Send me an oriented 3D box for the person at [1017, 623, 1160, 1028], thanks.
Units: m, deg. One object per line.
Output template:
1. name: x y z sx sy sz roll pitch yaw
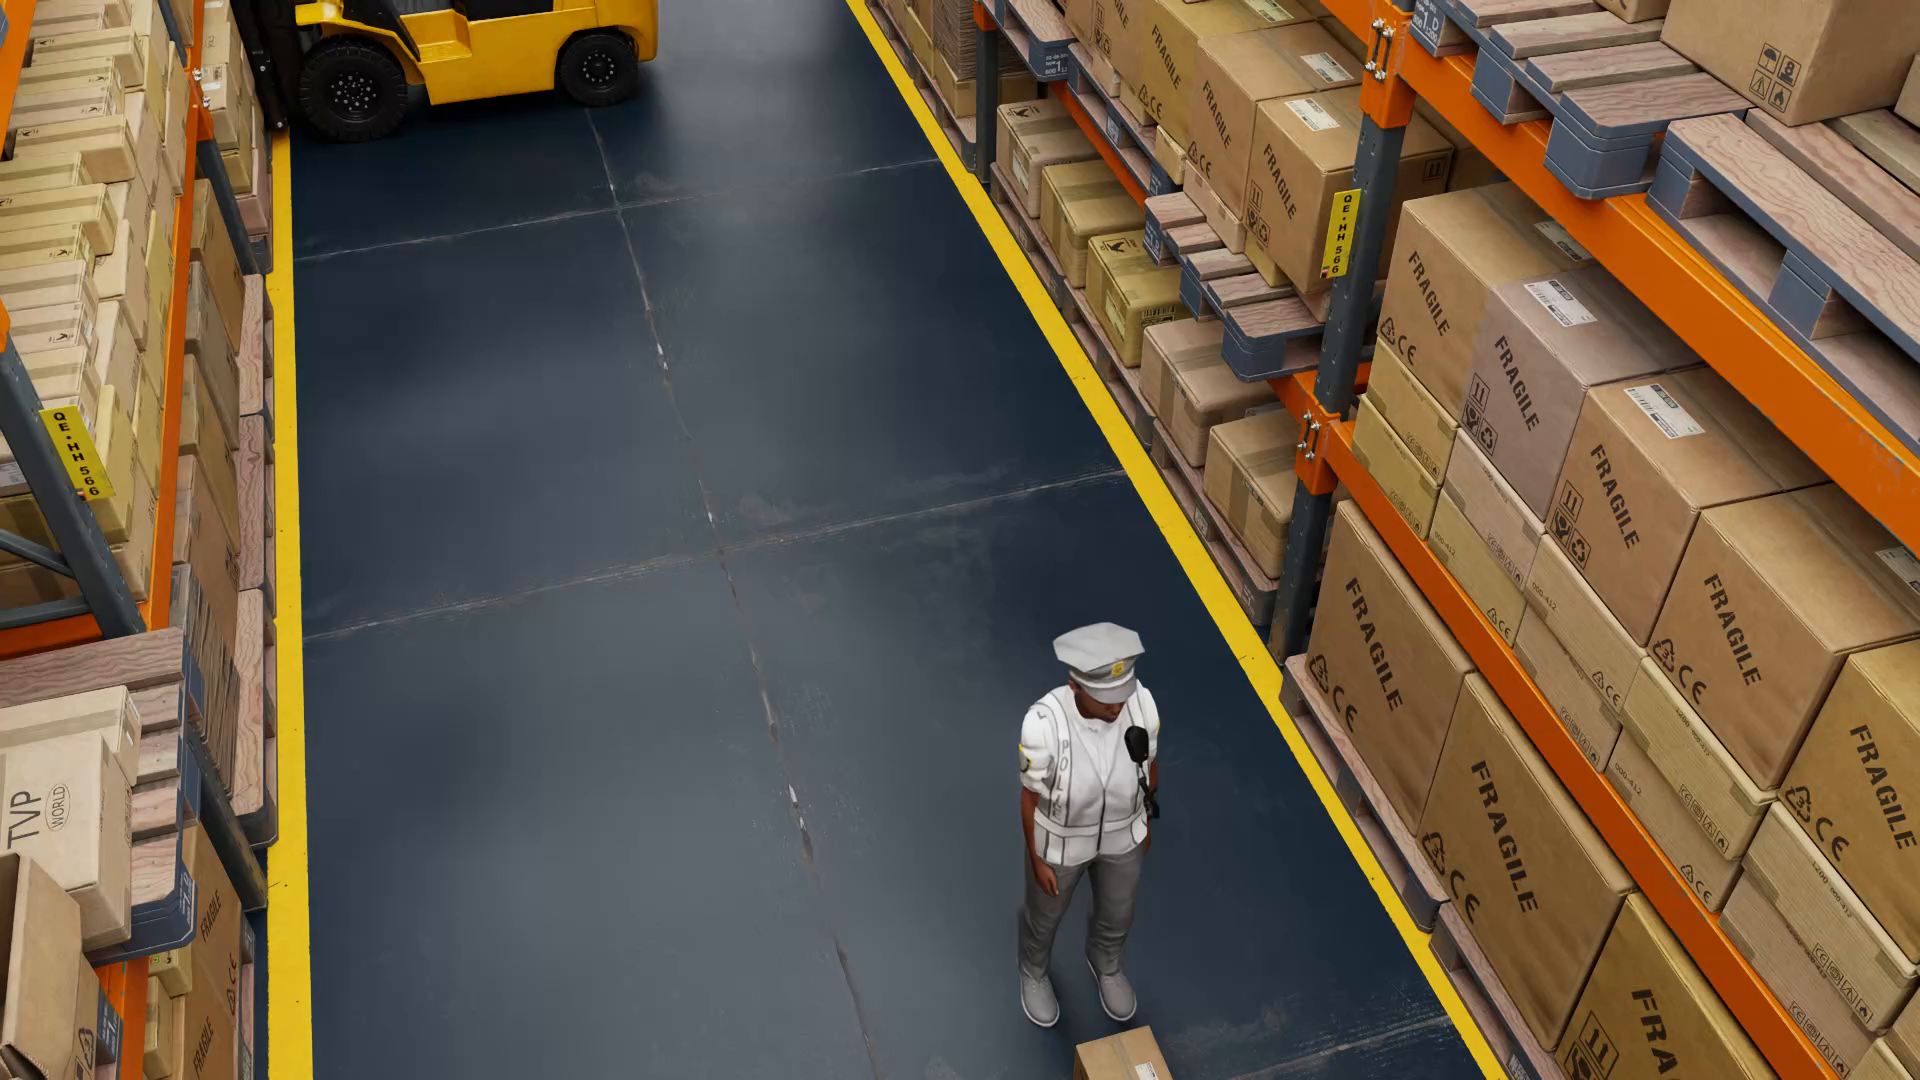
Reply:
1. person: 0.401 0.917 5.151 0.447 1.690 0.358 -11 44 -12
